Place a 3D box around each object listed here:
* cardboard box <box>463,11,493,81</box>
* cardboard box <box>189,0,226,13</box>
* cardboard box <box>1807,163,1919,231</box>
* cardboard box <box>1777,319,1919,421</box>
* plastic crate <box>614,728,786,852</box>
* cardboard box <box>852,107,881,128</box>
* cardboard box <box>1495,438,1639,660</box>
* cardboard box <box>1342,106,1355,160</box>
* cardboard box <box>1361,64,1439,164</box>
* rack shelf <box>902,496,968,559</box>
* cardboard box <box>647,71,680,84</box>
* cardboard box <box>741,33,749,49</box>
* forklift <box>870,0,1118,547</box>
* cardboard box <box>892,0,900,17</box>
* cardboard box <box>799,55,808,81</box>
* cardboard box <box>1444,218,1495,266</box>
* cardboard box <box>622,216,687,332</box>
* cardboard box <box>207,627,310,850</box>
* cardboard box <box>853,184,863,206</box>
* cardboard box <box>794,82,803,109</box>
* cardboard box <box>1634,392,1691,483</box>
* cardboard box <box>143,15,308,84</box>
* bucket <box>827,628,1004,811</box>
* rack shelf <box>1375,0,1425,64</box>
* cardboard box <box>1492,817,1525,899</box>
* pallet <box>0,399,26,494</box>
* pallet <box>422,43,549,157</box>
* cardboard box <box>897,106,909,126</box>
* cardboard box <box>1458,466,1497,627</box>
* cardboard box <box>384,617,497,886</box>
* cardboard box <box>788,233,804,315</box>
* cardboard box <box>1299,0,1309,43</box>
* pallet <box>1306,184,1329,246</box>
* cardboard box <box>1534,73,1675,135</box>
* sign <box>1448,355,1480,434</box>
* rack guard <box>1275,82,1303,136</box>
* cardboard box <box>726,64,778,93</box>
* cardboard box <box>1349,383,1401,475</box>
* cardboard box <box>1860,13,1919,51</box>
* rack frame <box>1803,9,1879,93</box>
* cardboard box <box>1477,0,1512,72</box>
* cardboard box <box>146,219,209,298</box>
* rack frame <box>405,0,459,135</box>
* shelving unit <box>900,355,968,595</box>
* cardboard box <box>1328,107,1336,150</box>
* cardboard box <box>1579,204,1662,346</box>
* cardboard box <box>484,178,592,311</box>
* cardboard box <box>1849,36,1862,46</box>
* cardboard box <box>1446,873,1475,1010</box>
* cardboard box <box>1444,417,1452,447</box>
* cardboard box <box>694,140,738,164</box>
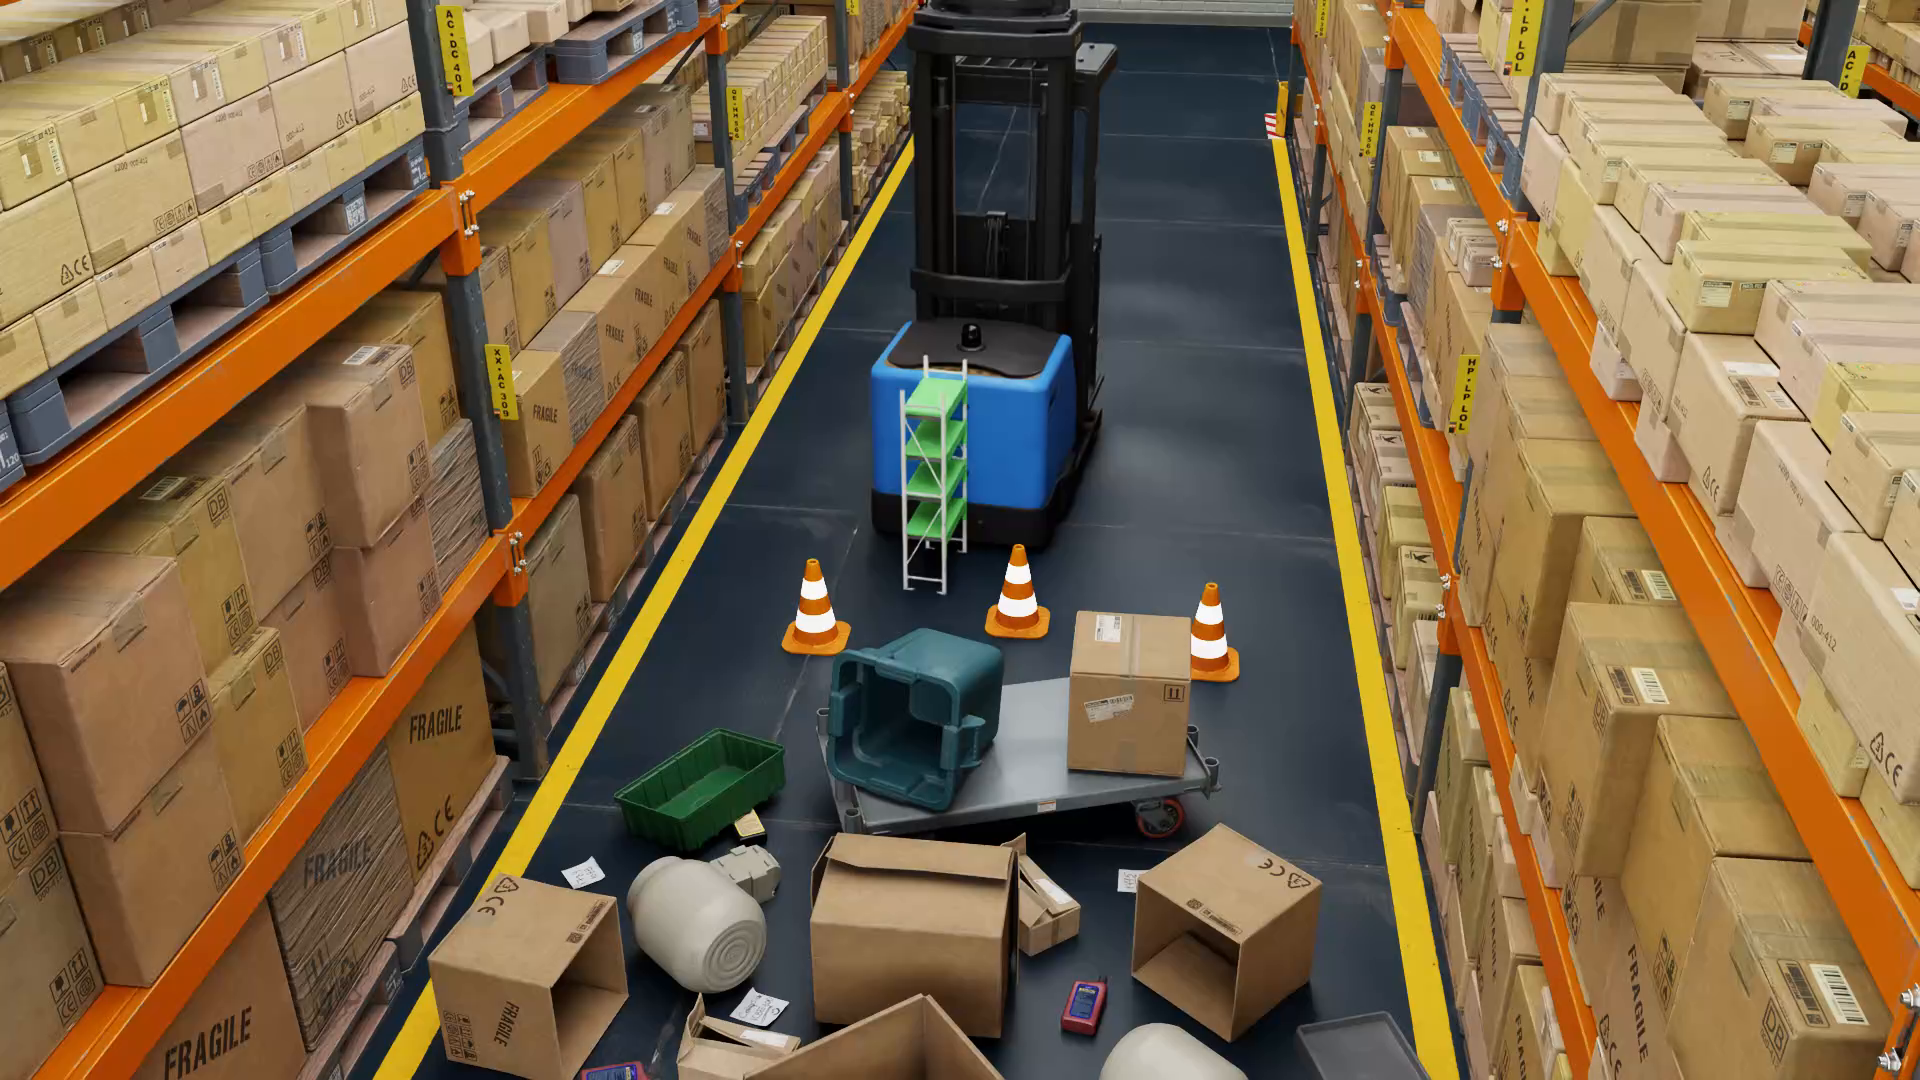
[{"bbox_3d":[-2.099,-2.018,6.764,0.258,0.266,0.396,3,28,5],"label":"cardboard box"},{"bbox_3d":[-2.803,-1.897,5.821,0.380,0.149,0.250,4,29,7],"label":"cardboard box"},{"bbox_3d":[2.570,-0.926,4.568,0.380,0.149,0.250,3,28,5],"label":"cardboard box"},{"bbox_3d":[1.965,-0.344,3.488,0.380,0.149,0.250,3,28,6],"label":"cardboard box"},{"bbox_3d":[-1.142,1.112,7.427,0.450,0.188,0.662,9,28,37],"label":"plastic crate"},{"bbox_3d":[-0.976,-4.100,16.133,0.380,0.149,0.250,3,29,6],"label":"cardboard box"},{"bbox_3d":[2.063,0.035,5.049,0.700,0.500,0.500,3,28,5],"label":"cardboard box"},{"bbox_3d":[2.903,-2.781,11.381,0.500,0.250,0.500,3,28,5],"label":"cardboard box"},{"bbox_3d":[2.798,-2.644,10.335,0.500,0.500,0.500,3,28,5],"label":"cardboard box"},{"bbox_3d":[-0.137,-0.086,9.286,0.258,0.148,0.480,6,29,12],"label":"rack shelf"},{"bbox_3d":[-2.196,-3.215,11.750,0.380,0.149,0.250,3,28,6],"label":"cardboard box"},{"bbox_3d":[-1.945,-4.070,13.651,0.380,0.149,0.250,4,29,7],"label":"cardboard box"},{"bbox_3d":[0.324,-1.932,10.245,1.130,2.935,3.031,6,29,12],"label":"forklift"},{"bbox_3d":[-0.871,-5.374,16.143,0.500,0.500,0.500,3,29,6],"label":"cardboard box"},{"bbox_3d":[-1.387,-3.661,12.891,0.380,0.149,0.250,2,28,5],"label":"cardboard box"},{"bbox_3d":[2.419,-1.350,7.547,0.380,0.149,0.250,2,28,4],"label":"cardboard box"},{"bbox_3d":[-1.843,-1.487,9.243,0.500,0.500,0.500,3,28,5],"label":"cardboard box"},{"bbox_3d":[-2.647,0.613,5.291,0.875,0.550,0.500,3,28,6],"label":"cardboard box"},{"bbox_3d":[-1.077,-3.106,14.917,0.380,0.149,0.250,2,28,4],"label":"cardboard box"},{"bbox_3d":[-1.416,-3.411,12.741,0.380,0.149,0.250,2,28,4],"label":"cardboard box"},{"bbox_3d":[1.924,-0.255,4.163,0.380,0.149,0.250,3,28,6],"label":"cardboard box"},{"bbox_3d":[-2.242,-1.503,5.090,0.380,0.149,0.250,4,29,7],"label":"cardboard box"},{"bbox_3d":[-0.149,0.712,7.115,0.726,0.611,0.620,14,21,24],"label":"bucket"},{"bbox_3d":[3.240,-3.846,11.323,1.077,0.370,4.000,3,28,6],"label":"rack shelf"},{"bbox_3d":[1.998,1.078,5.568,0.380,0.149,0.250,5,29,9],"label":"cardboard box"},{"bbox_3d":[-2.830,-0.007,3.531,1.003,0.211,1.213,3,28,6],"label":"pallet"},{"bbox_3d":[-2.357,-1.929,7.207,0.805,0.209,1.217,2,28,4],"label":"pallet"},{"bbox_3d":[-0.739,-4.450,17.410,0.380,0.149,0.250,4,29,8],"label":"cardboard box"},{"bbox_3d":[2.174,-0.002,6.172,0.500,0.500,0.500,3,28,6],"label":"cardboard box"},{"bbox_3d":[-2.567,0.784,6.929,0.875,0.875,0.875,4,29,7],"label":"cardboard box"},{"bbox_3d":[-1.474,-2.022,12.534,0.500,0.500,0.500,3,28,5],"label":"cardboard box"},{"bbox_3d":[3.517,-5.023,15.806,0.500,0.500,0.500,3,28,6],"label":"cardboard box"},{"bbox_3d":[3.656,-2.910,14.928,1.003,0.211,1.213,3,28,6],"label":"pallet"},{"bbox_3d":[2.142,-1.450,5.540,0.380,0.149,0.250,3,28,5],"label":"cardboard box"},{"bbox_3d":[1.953,-0.558,6.403,0.100,0.325,0.005,3,28,6],"label":"sign"},{"bbox_3d":[3.978,-4.578,17.720,1.175,0.500,0.348,3,28,6],"label":"rack guard"},{"bbox_3d":[-1.522,-3.302,11.912,0.380,0.149,0.250,4,29,8],"label":"cardboard box"},{"bbox_3d":[2.915,-0.664,10.147,0.950,0.372,0.625,1,28,3],"label":"cardboard box"},{"bbox_3d":[8.417,-4.529,14.838,0.500,0.250,0.500,3,28,5],"label":"cardboard box"},{"bbox_3d":[8.902,-5.380,16.574,1.000,3.000,0.127,3,28,6],"label":"rack frame"},{"bbox_3d":[2.563,-2.219,7.258,0.500,0.250,0.500,4,29,7],"label":"cardboard box"},{"bbox_3d":[-2.334,-0.789,4.605,0.380,0.149,0.250,3,28,6],"label":"cardboard box"},{"bbox_3d":[-2.421,-2.899,5.644,1.000,3.000,0.127,3,28,6],"label":"rack frame"},{"bbox_3d":[-0.137,-0.354,9.142,0.258,1.200,0.503,6,29,12],"label":"shelving unit"},{"bbox_3d":[3.028,-3.042,12.392,0.500,0.250,0.500,3,28,6],"label":"cardboard box"},{"bbox_3d":[2.051,-0.734,4.632,0.500,0.250,0.500,4,29,7],"label":"cardboard box"},{"bbox_3d":[-2.242,-1.457,8.131,0.700,0.500,0.500,4,29,7],"label":"cardboard box"},{"bbox_3d":[8.382,-4.527,15.255,0.380,0.149,0.250,3,28,5],"label":"cardboard box"},{"bbox_3d":[2.110,1.522,6.219,0.500,0.250,0.500,5,29,9],"label":"cardboard box"},{"bbox_3d":[2.343,-0.474,7.289,0.380,0.149,0.250,3,28,5],"label":"cardboard box"},{"bbox_3d":[-1.672,-2.562,10.851,0.380,0.149,0.250,5,29,8],"label":"cardboard box"}]
